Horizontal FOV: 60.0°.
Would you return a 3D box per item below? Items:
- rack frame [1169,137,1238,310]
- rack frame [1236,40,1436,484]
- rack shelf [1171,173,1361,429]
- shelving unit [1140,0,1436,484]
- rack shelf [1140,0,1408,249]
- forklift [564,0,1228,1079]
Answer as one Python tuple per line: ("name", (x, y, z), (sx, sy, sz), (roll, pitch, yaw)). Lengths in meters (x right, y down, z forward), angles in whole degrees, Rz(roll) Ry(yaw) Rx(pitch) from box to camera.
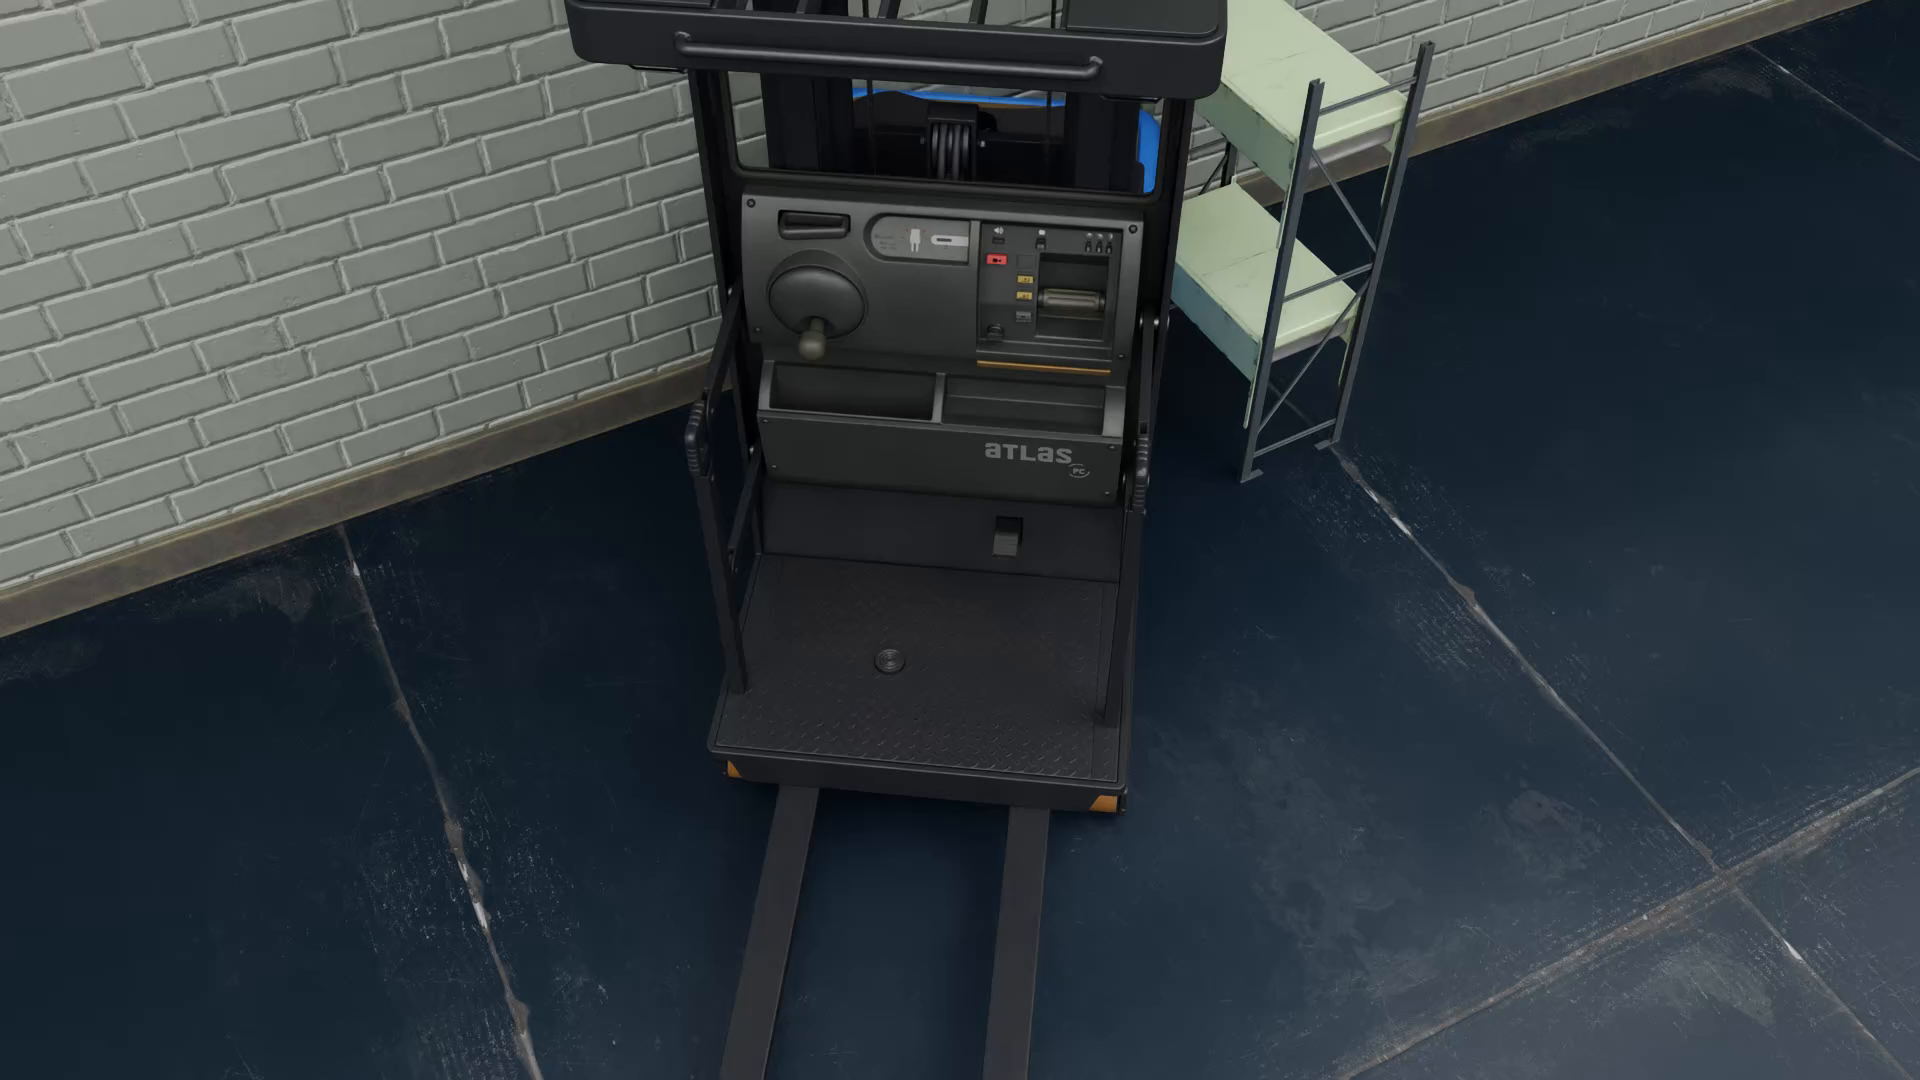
("rack frame", (0.727, -1.238, 5.336), (0.400, 1.500, 0.023), (-23, 53, -19))
("rack frame", (1.082, -0.756, 4.915), (0.400, 1.500, 0.023), (-23, 53, -19))
("rack shelf", (0.904, -0.782, 5.371), (0.431, 0.370, 0.720), (-23, 53, -19))
("shelving unit", (0.904, -0.997, 5.125), (0.431, 1.500, 0.755), (-23, 53, -19))
("rack shelf", (0.904, -1.254, 4.832), (0.431, 0.370, 0.720), (-23, 53, -19))
("forklift", (-0.068, -0.496, 3.737), (1.130, 2.935, 3.031), (5, 49, 4))
